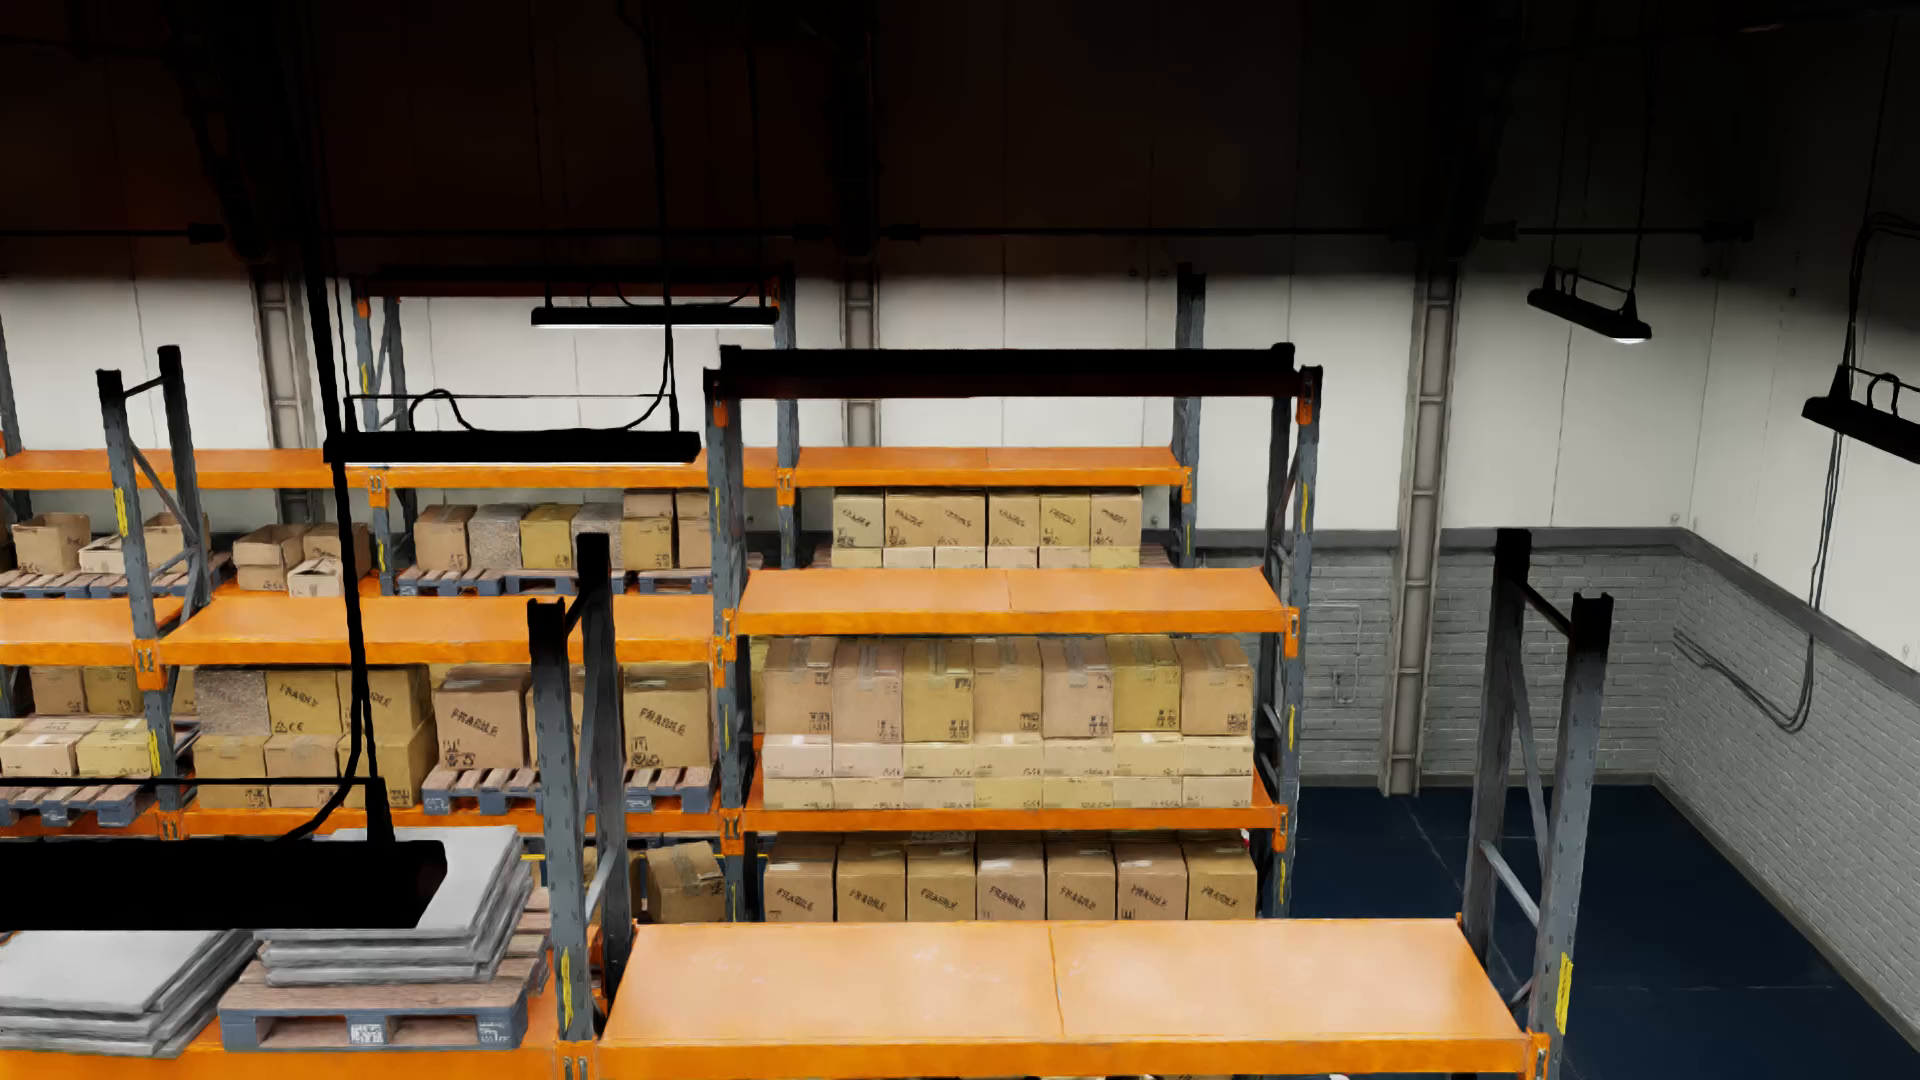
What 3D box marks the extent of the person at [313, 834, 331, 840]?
[{"bbox_3d":[-5.505,3.091,14.971,0.537,1.653,0.424,-10,19,-31],"label":"person"}]
